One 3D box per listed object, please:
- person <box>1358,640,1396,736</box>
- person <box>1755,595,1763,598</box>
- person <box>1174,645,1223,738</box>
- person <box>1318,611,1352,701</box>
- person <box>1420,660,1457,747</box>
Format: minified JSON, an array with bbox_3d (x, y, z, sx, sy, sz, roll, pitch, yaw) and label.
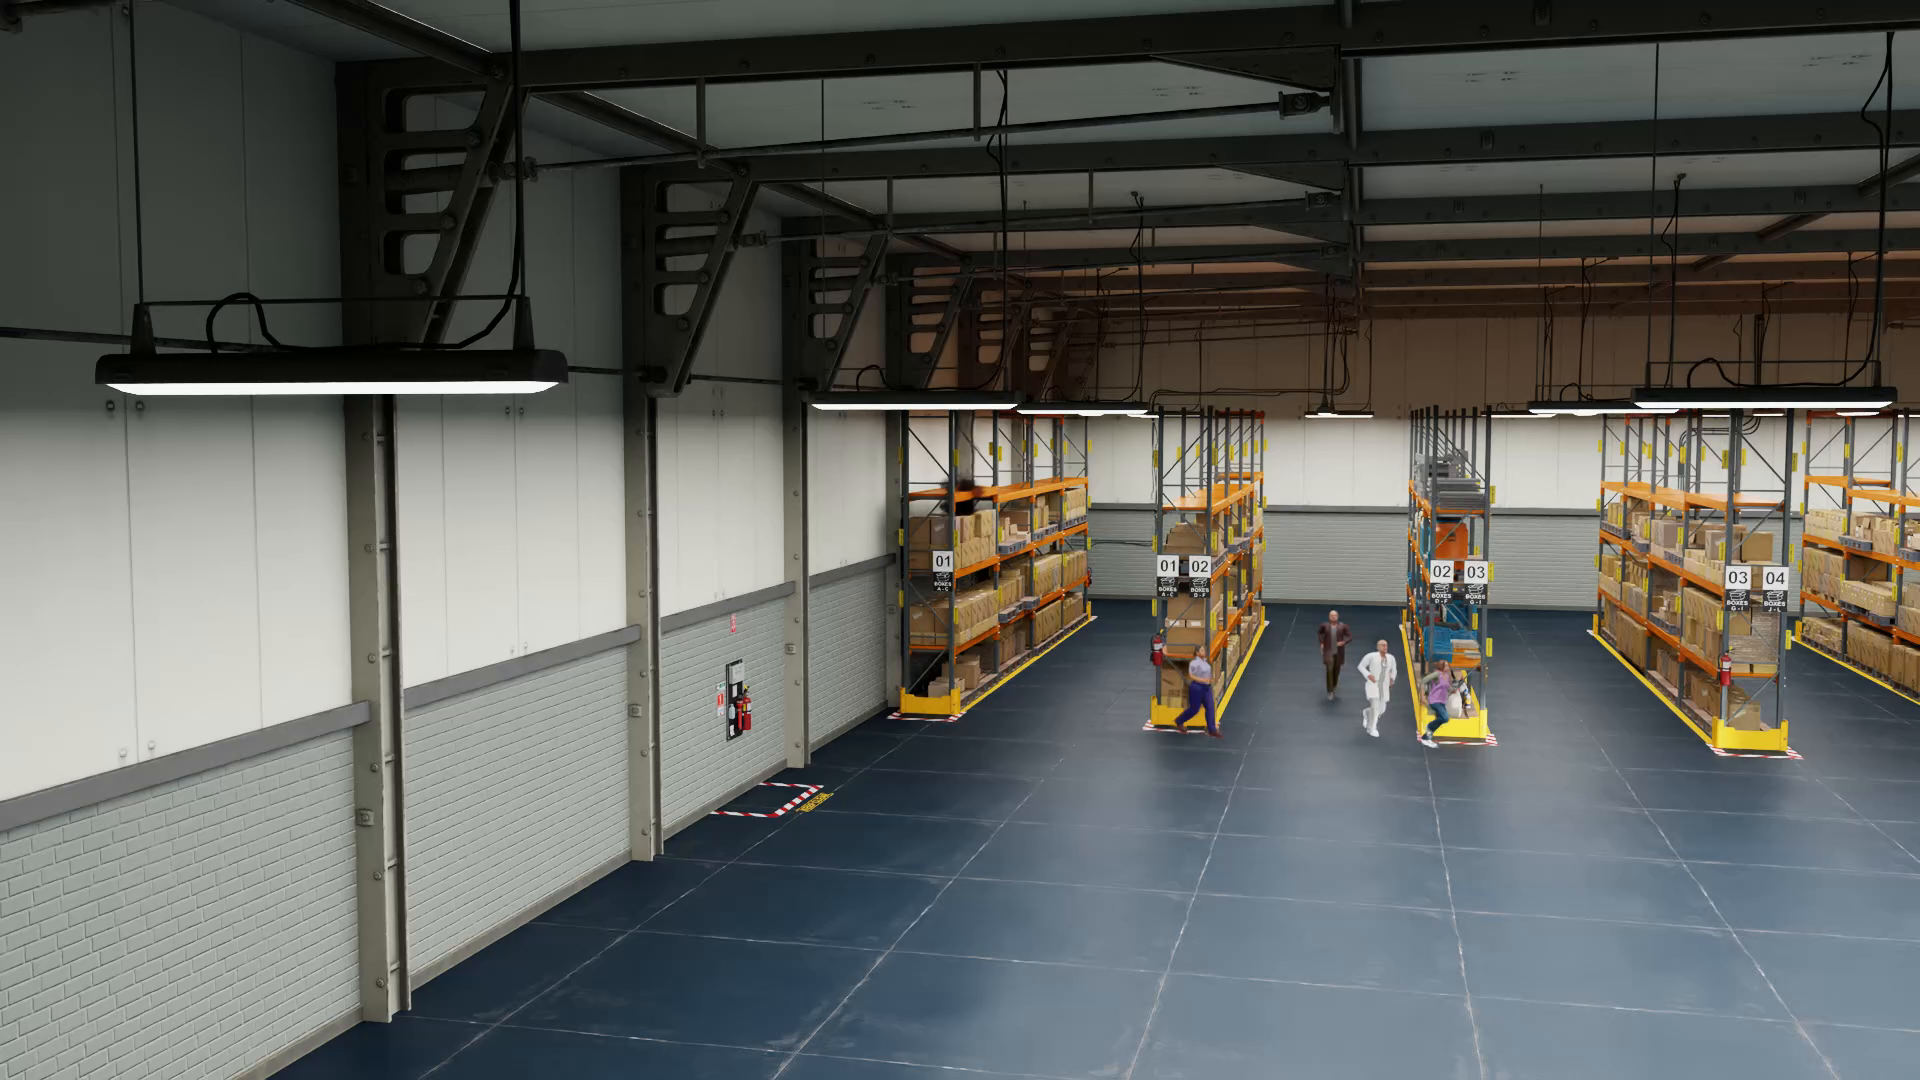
[{"bbox_3d":[7.655,2.690,30.510,0.749,1.737,0.716,-1,4,-10],"label":"person"},{"bbox_3d":[18.461,2.070,38.541,0.676,1.802,0.854,0,4,7],"label":"person"},{"bbox_3d":[4.256,2.672,29.543,0.930,1.635,0.621,3,5,40],"label":"person"},{"bbox_3d":[7.757,2.364,34.422,0.695,1.837,0.893,1,4,10],"label":"person"},{"bbox_3d":[8.394,2.860,29.089,0.570,1.547,0.626,-3,5,-40],"label":"person"}]
